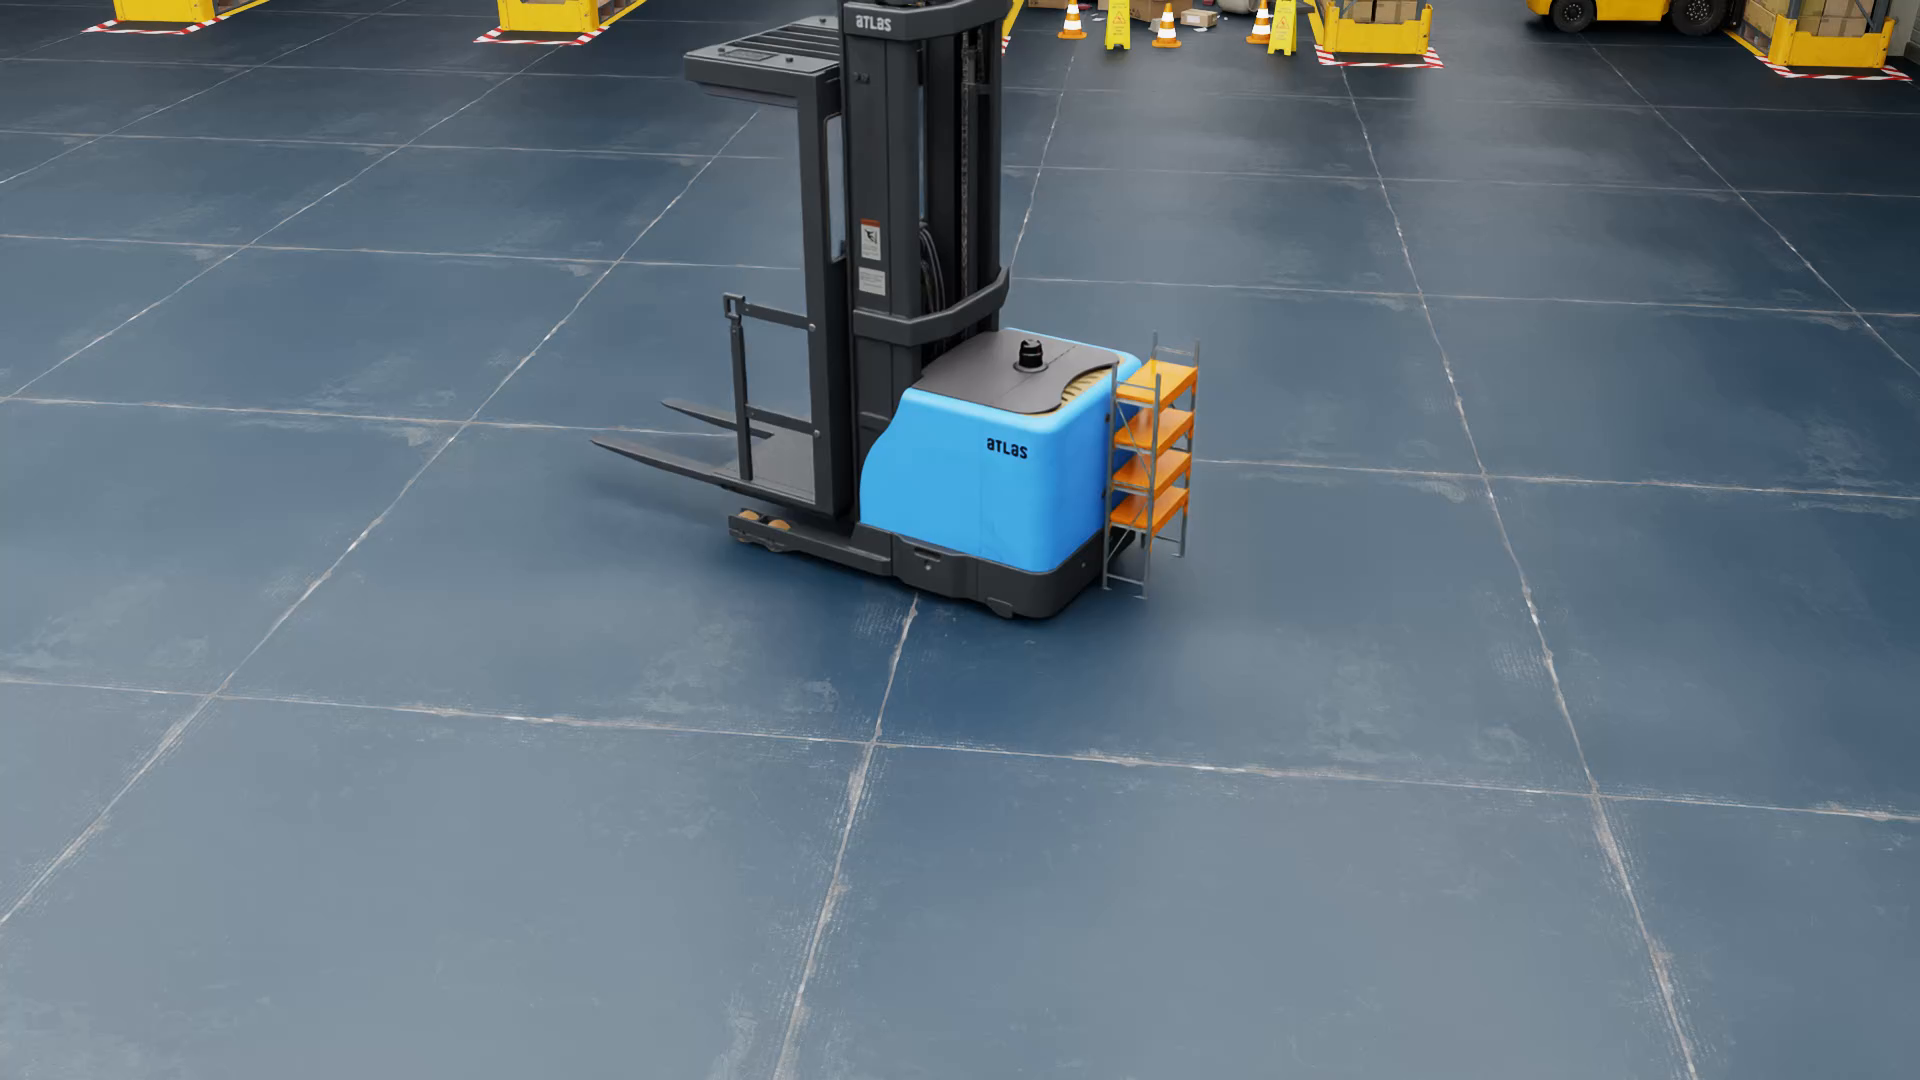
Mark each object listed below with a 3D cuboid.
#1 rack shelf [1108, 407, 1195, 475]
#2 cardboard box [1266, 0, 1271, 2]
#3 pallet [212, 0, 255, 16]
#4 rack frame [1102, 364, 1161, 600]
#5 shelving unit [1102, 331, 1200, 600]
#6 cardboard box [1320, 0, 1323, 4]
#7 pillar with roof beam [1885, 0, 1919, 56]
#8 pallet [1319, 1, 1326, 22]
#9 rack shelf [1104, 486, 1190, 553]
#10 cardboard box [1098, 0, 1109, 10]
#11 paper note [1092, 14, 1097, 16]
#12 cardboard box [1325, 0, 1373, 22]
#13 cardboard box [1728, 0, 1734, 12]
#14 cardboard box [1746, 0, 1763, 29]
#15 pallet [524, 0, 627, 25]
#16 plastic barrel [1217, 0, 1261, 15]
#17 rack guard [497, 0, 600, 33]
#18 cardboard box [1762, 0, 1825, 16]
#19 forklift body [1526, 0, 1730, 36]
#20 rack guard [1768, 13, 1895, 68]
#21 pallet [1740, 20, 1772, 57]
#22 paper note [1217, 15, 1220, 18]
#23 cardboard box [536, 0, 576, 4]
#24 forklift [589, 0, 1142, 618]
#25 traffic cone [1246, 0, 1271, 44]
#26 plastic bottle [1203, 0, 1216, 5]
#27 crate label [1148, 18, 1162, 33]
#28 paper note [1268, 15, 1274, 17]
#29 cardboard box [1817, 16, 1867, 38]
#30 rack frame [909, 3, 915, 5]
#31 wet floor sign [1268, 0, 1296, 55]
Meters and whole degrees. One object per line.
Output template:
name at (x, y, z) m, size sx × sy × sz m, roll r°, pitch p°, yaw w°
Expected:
rack shelf at (0.933, -0.500, 8.083) m, size 0.258 × 0.148 × 0.480 m, roll 14°, pitch 32°, yaw 25°
cardboard box at (3.812, -7.337, 21.840) m, size 0.500 × 0.500 × 0.500 m, roll -24°, pitch 36°, yaw -37°
pallet at (-9.880, -7.036, 21.588) m, size 1.003 × 0.211 × 1.213 m, roll 3°, pitch 28°, yaw 6°
rack frame at (0.816, -0.260, 7.968) m, size 0.240 × 1.200 × 0.015 m, roll 14°, pitch 32°, yaw 25°
shelving unit at (0.933, -0.362, 8.157) m, size 0.258 × 1.200 × 0.503 m, roll 14°, pitch 32°, yaw 25°
cardboard box at (4.765, -6.840, 20.740) m, size 0.500 × 0.250 × 0.500 m, roll 2°, pitch 28°, yaw 4°
pillar with roof beam at (6.438, -9.859, 17.563) m, size 9.100 × 9.000 × 0.400 m, roll 3°, pitch 28°, yaw 6°
pallet at (5.099, -6.740, 21.039) m, size 1.003 × 0.211 × 1.213 m, roll 3°, pitch 28°, yaw 6°
rack shelf at (0.933, -0.128, 8.283) m, size 0.258 × 0.148 × 0.480 m, roll 14°, pitch 32°, yaw 25°
cardboard box at (1.986, -6.982, 21.431) m, size 0.396 × 0.266 × 0.258 m, roll 8°, pitch 29°, yaw 15°
paper note at (1.712, -6.676, 21.131) m, size 0.032 × 0.001 × 0.123 m, roll 20°, pitch 34°, yaw 32°
cardboard box at (4.638, -6.361, 19.851) m, size 0.500 × 0.250 × 0.500 m, roll 3°, pitch 28°, yaw 6°
cardboard box at (9.656, -6.621, 20.333) m, size 0.500 × 0.250 × 0.500 m, roll 4°, pitch 29°, yaw 8°
cardboard box at (9.545, -6.140, 19.441) m, size 0.500 × 0.250 × 0.500 m, roll 3°, pitch 28°, yaw 6°
pallet at (-4.888, -6.744, 21.045) m, size 1.003 × 0.211 × 1.213 m, roll 3°, pitch 28°, yaw 6°
plastic barrel at (3.554, -6.905, 21.121) m, size 0.421 × 0.421 × 0.512 m, roll -24°, pitch 36°, yaw -37°
rack guard at (-5.023, -6.490, 20.270) m, size 1.175 × 0.500 × 0.348 m, roll 3°, pitch 28°, yaw 6°
cardboard box at (9.480, -6.134, 18.903) m, size 0.500 × 0.250 × 0.500 m, roll 3°, pitch 28°, yaw 6°
forklift body at (8.152, -7.318, 20.065) m, size 2.313 × 2.155 × 1.214 m, roll 3°, pitch 28°, yaw 6°
rack guard at (9.727, -5.581, 18.582) m, size 1.175 × 0.500 × 0.348 m, roll 3°, pitch 28°, yaw 6°
pallet at (9.782, -5.827, 19.344) m, size 1.003 × 0.211 × 1.213 m, roll 3°, pitch 28°, yaw 6°
paper note at (3.197, -6.619, 21.016) m, size 0.148 × 0.019 × 0.142 m, roll 14°, pitch 31°, yaw 24°
cardboard box at (-4.939, -6.933, 20.648) m, size 0.500 × 0.500 × 0.500 m, roll 9°, pitch 30°, yaw 16°
forklift at (-0.616, -1.423, 8.300) m, size 3.031 × 2.935 × 1.130 m, roll 16°, pitch 32°, yaw 27°
traffic cone at (3.576, -6.140, 19.659) m, size 0.336 × 0.463 × 0.334 m, roll 3°, pitch 28°, yaw 6°
plastic bottle at (3.274, -7.070, 21.809) m, size 0.133 × 0.061 × 0.283 m, roll 8°, pitch 29°, yaw 15°
crate label at (2.467, -6.275, 20.252) m, size 0.250 × 0.136 × 0.298 m, roll -11°, pitch 30°, yaw -20°
paper note at (3.911, -6.637, 21.038) m, size 0.142 × 0.019 × 0.148 m, roll -6°, pitch 29°, yaw -11°
cardboard box at (9.984, -5.887, 18.971) m, size 0.500 × 0.250 × 0.500 m, roll 3°, pitch 29°, yaw 6°
rack frame at (-0.122, -7.219, 18.988) m, size 1.000 × 3.000 × 0.127 m, roll 3°, pitch 28°, yaw 6°
wet floor sign at (3.718, -5.916, 19.050) m, size 0.267 × 0.644 × 0.232 m, roll 14°, pitch 31°, yaw 24°
